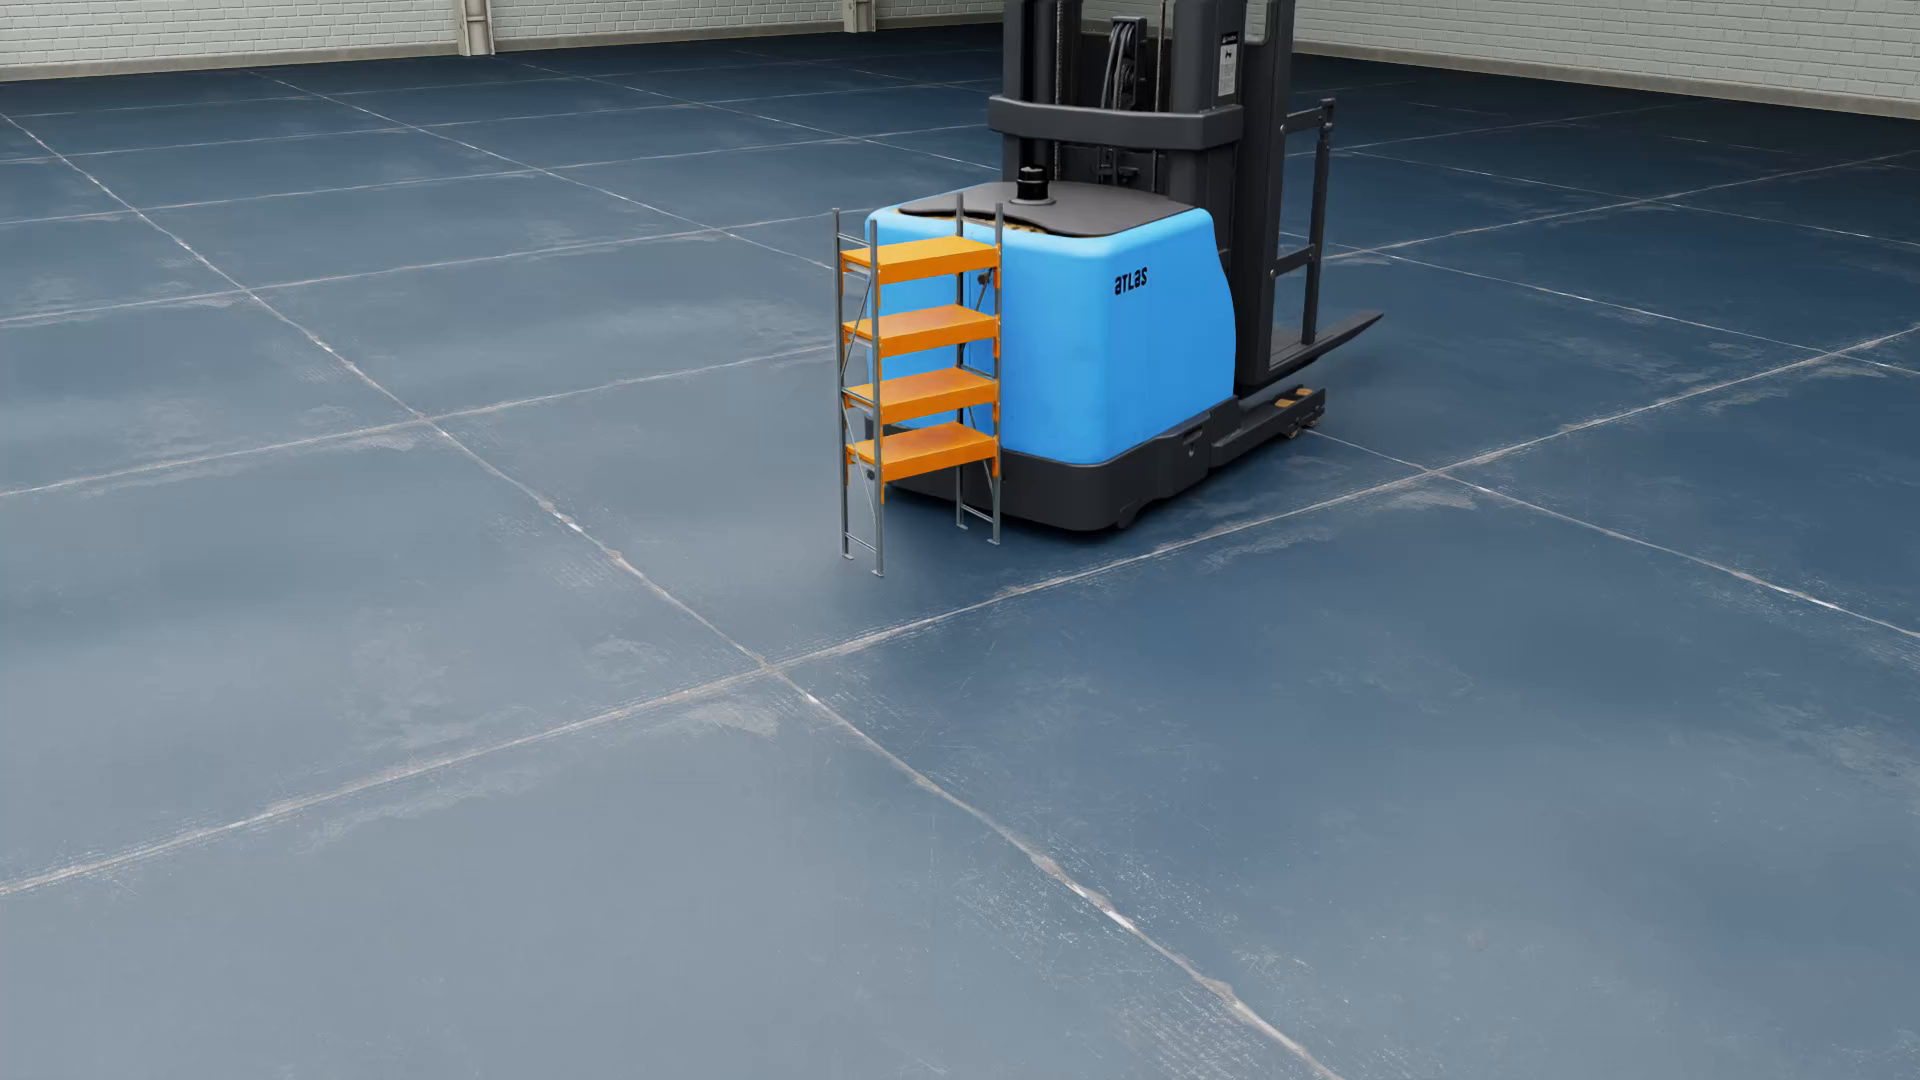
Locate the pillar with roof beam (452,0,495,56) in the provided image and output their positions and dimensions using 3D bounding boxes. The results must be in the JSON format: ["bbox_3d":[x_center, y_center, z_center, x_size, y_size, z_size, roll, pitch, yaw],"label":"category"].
[{"bbox_3d":[-3.881,-9.314,17.096,0.400,9.000,9.100,-15,26,-33],"label":"pillar with roof beam"}]

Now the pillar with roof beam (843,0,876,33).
[{"bbox_3d":[0.989,-10.613,20.351,0.400,9.000,9.100,-15,26,-33],"label":"pillar with roof beam"}]

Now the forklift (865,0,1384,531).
[{"bbox_3d":[0.907,-1.878,6.649,1.130,2.935,3.031,15,26,33],"label":"forklift"}]

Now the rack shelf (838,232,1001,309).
[{"bbox_3d":[-0.134,-0.886,5.439,0.480,0.148,0.258,-15,26,-33],"label":"rack shelf"}]

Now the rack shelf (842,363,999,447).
[{"bbox_3d":[-0.134,-0.459,5.609,0.480,0.148,0.258,-15,26,-33],"label":"rack shelf"}]

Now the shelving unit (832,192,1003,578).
[{"bbox_3d":[-0.134,-0.521,5.584,0.503,1.200,0.258,-15,26,-33],"label":"shelving unit"}]

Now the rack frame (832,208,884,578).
[{"bbox_3d":[-0.332,-0.469,5.452,0.015,1.200,0.240,-15,26,-33],"label":"rack frame"}]

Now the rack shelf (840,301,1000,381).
[{"bbox_3d":[-0.134,-0.667,5.526,0.480,0.148,0.258,-15,26,-33],"label":"rack shelf"}]

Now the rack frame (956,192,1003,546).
[{"bbox_3d":[0.064,-0.574,5.717,0.015,1.200,0.240,-15,26,-33],"label":"rack frame"}]

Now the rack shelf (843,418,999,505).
[{"bbox_3d":[-0.134,-0.275,5.683,0.480,0.148,0.258,-15,26,-33],"label":"rack shelf"}]
